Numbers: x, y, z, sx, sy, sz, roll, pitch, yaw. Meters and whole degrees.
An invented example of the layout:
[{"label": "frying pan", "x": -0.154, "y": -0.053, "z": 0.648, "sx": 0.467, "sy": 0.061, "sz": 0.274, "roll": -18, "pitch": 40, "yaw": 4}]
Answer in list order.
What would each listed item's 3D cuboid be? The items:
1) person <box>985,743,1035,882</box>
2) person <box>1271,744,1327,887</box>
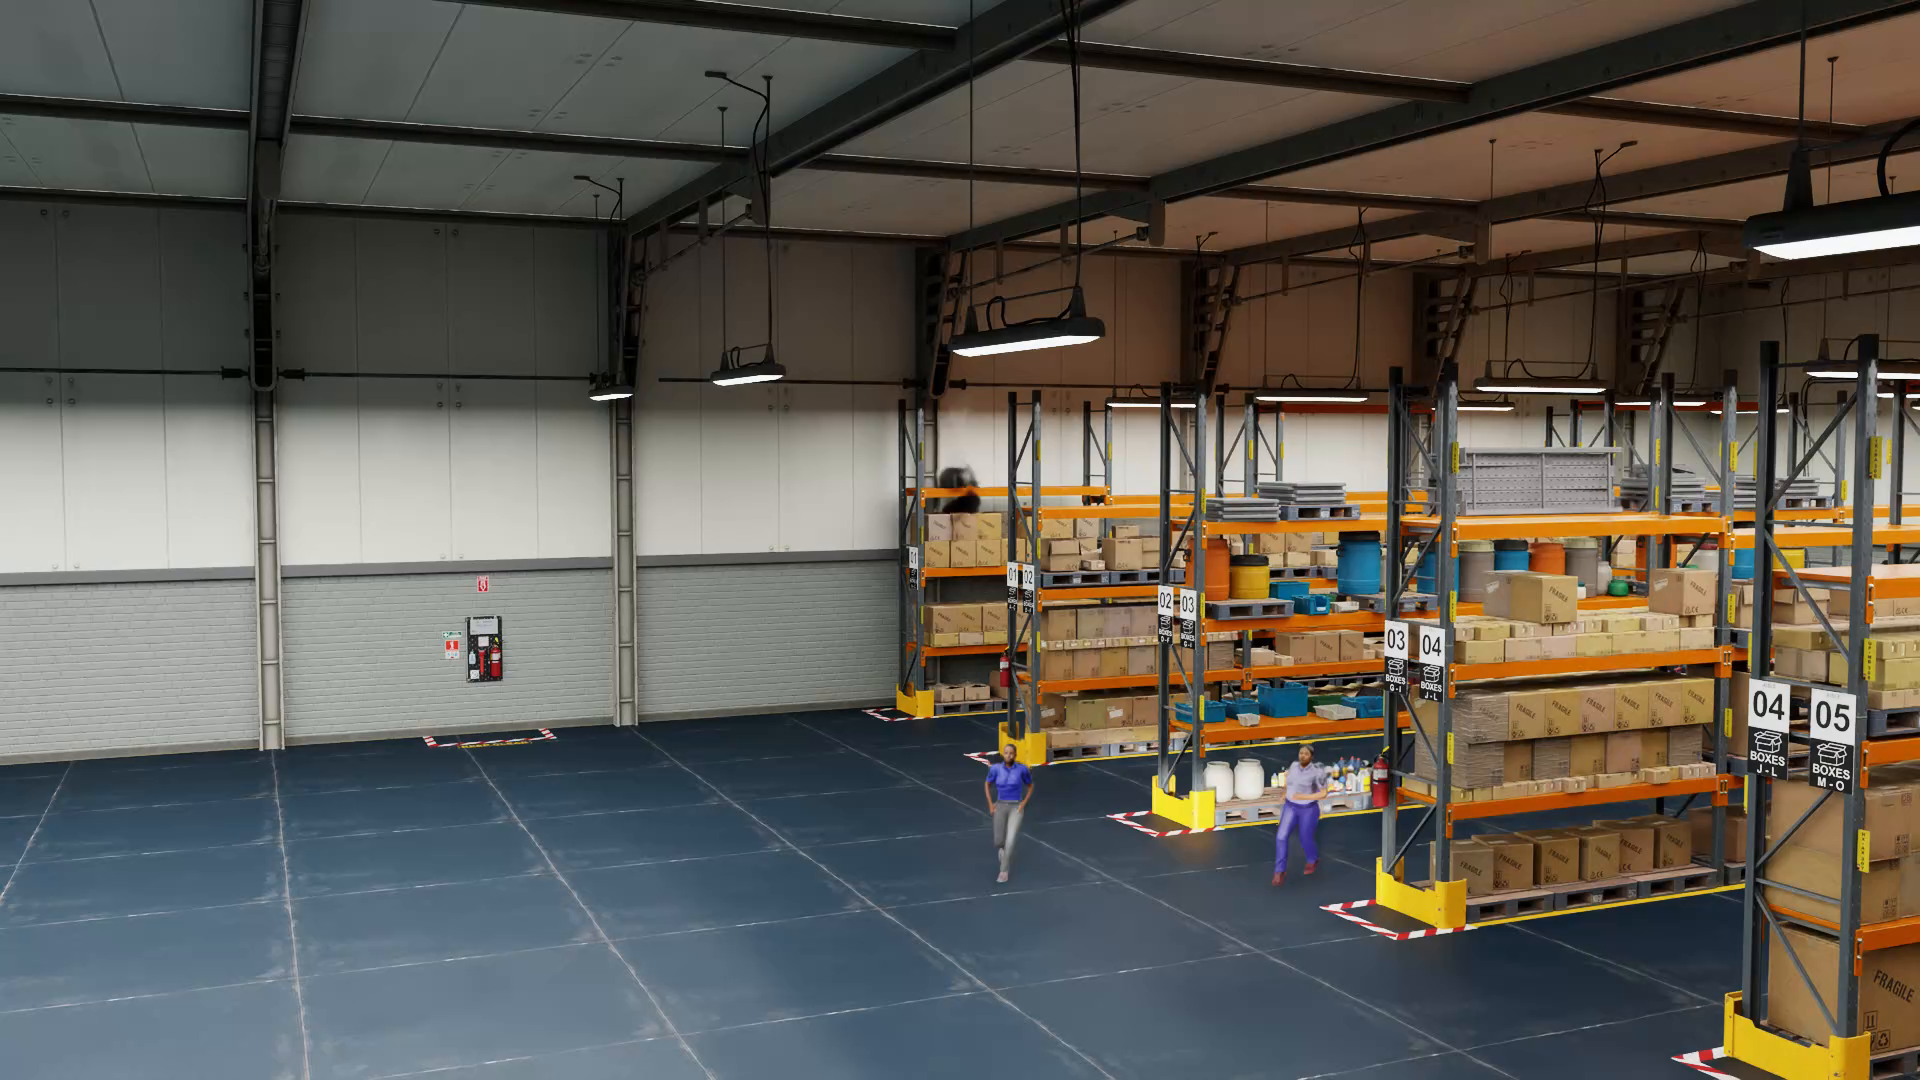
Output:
[{"label": "person", "x": 0.592, "y": 3.210, "z": 19.802, "sx": 0.594, "sy": 1.619, "sz": 0.567, "roll": 0, "pitch": 3, "yaw": 5}, {"label": "person", "x": 4.052, "y": 3.219, "z": 19.543, "sx": 0.617, "sy": 1.686, "sz": 0.854, "roll": 3, "pitch": 4, "yaw": 38}]
